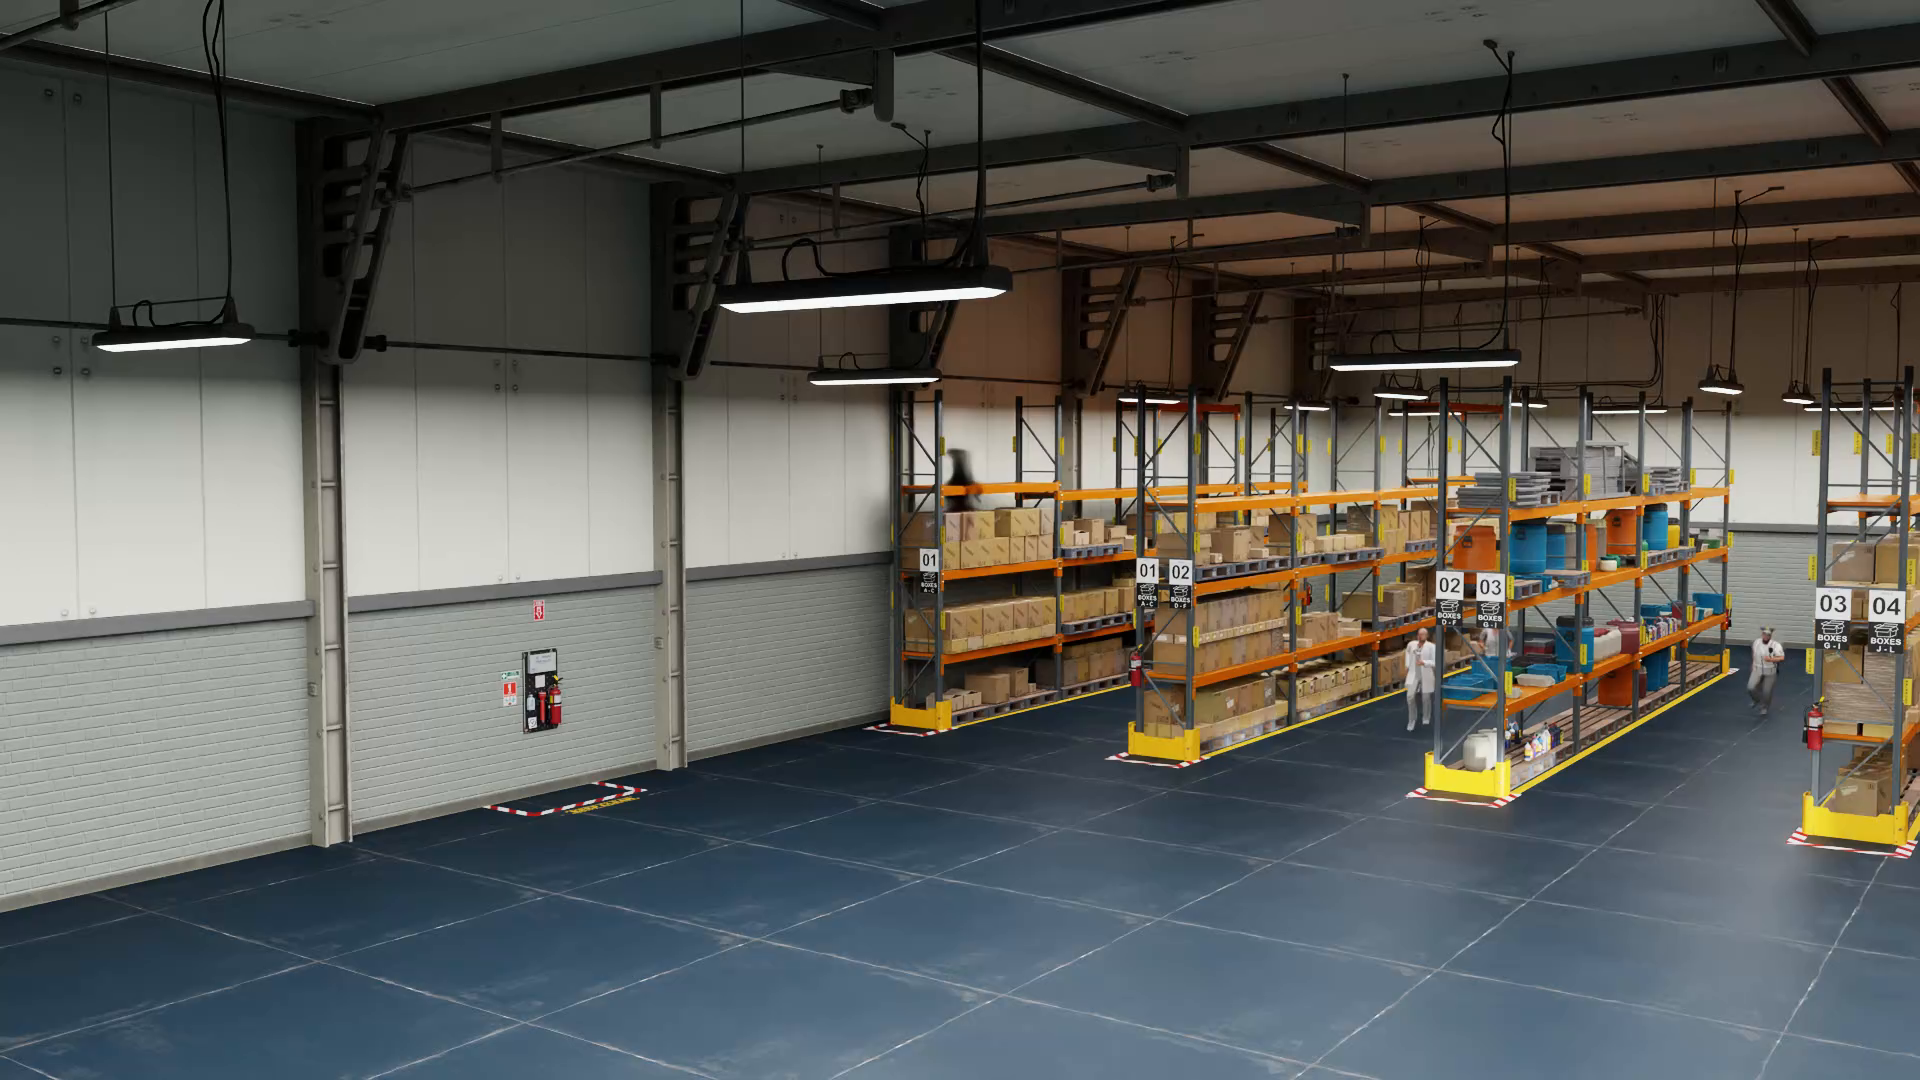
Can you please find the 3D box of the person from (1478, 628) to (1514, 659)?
[{"bbox_3d":[10.493,2.302,32.570,0.665,1.746,0.807,1,3,16],"label":"person"}]

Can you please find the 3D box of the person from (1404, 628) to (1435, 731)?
[{"bbox_3d":[8.152,2.467,29.390,0.667,1.839,0.897,2,4,28],"label":"person"}]

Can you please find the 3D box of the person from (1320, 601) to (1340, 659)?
[{"bbox_3d":[8.104,2.122,36.498,0.555,1.623,0.527,2,4,27],"label":"person"}]

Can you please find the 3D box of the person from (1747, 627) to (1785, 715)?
[{"bbox_3d":[14.918,2.435,30.767,0.649,1.691,0.912,2,4,37],"label":"person"}]
